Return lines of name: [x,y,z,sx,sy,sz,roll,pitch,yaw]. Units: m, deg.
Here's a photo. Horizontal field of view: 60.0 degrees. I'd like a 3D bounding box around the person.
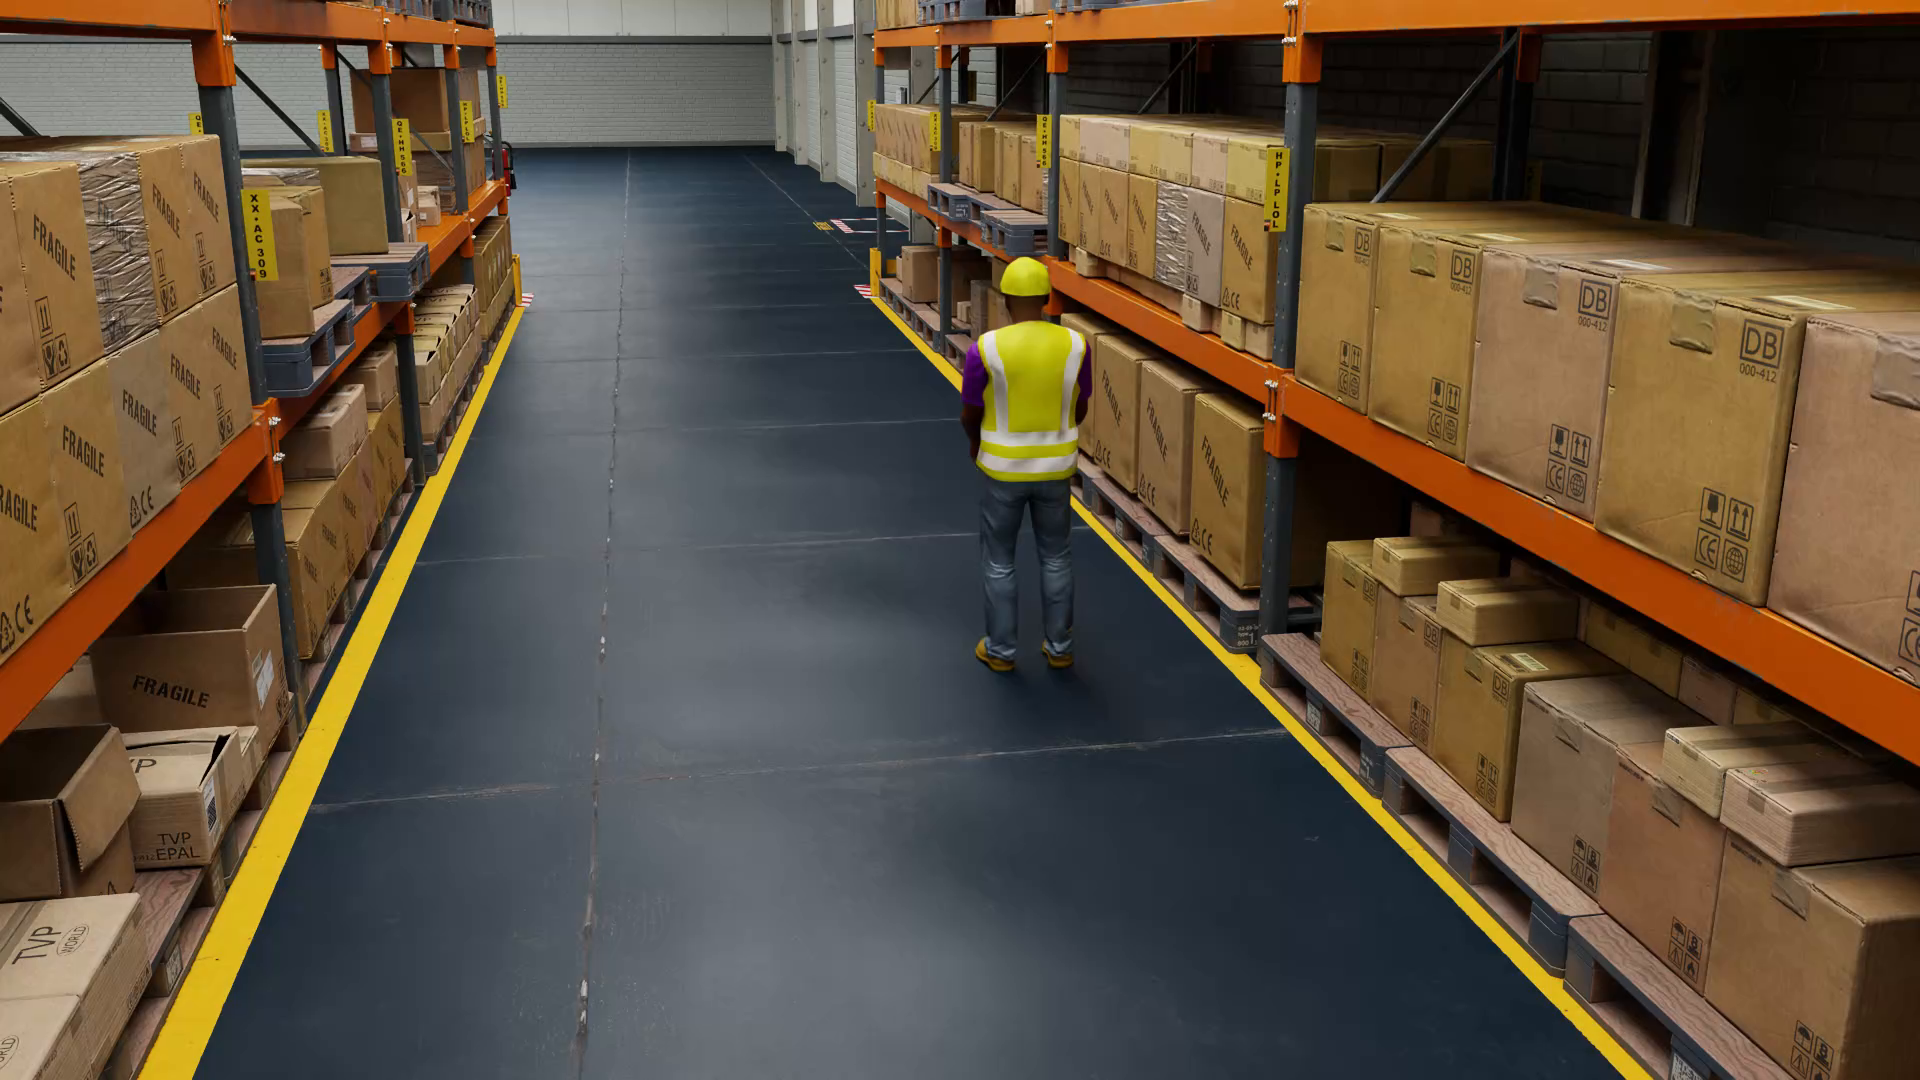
person: [0.265,-0.323,7.097,0.558,1.769,0.520,-3,17,-11]
